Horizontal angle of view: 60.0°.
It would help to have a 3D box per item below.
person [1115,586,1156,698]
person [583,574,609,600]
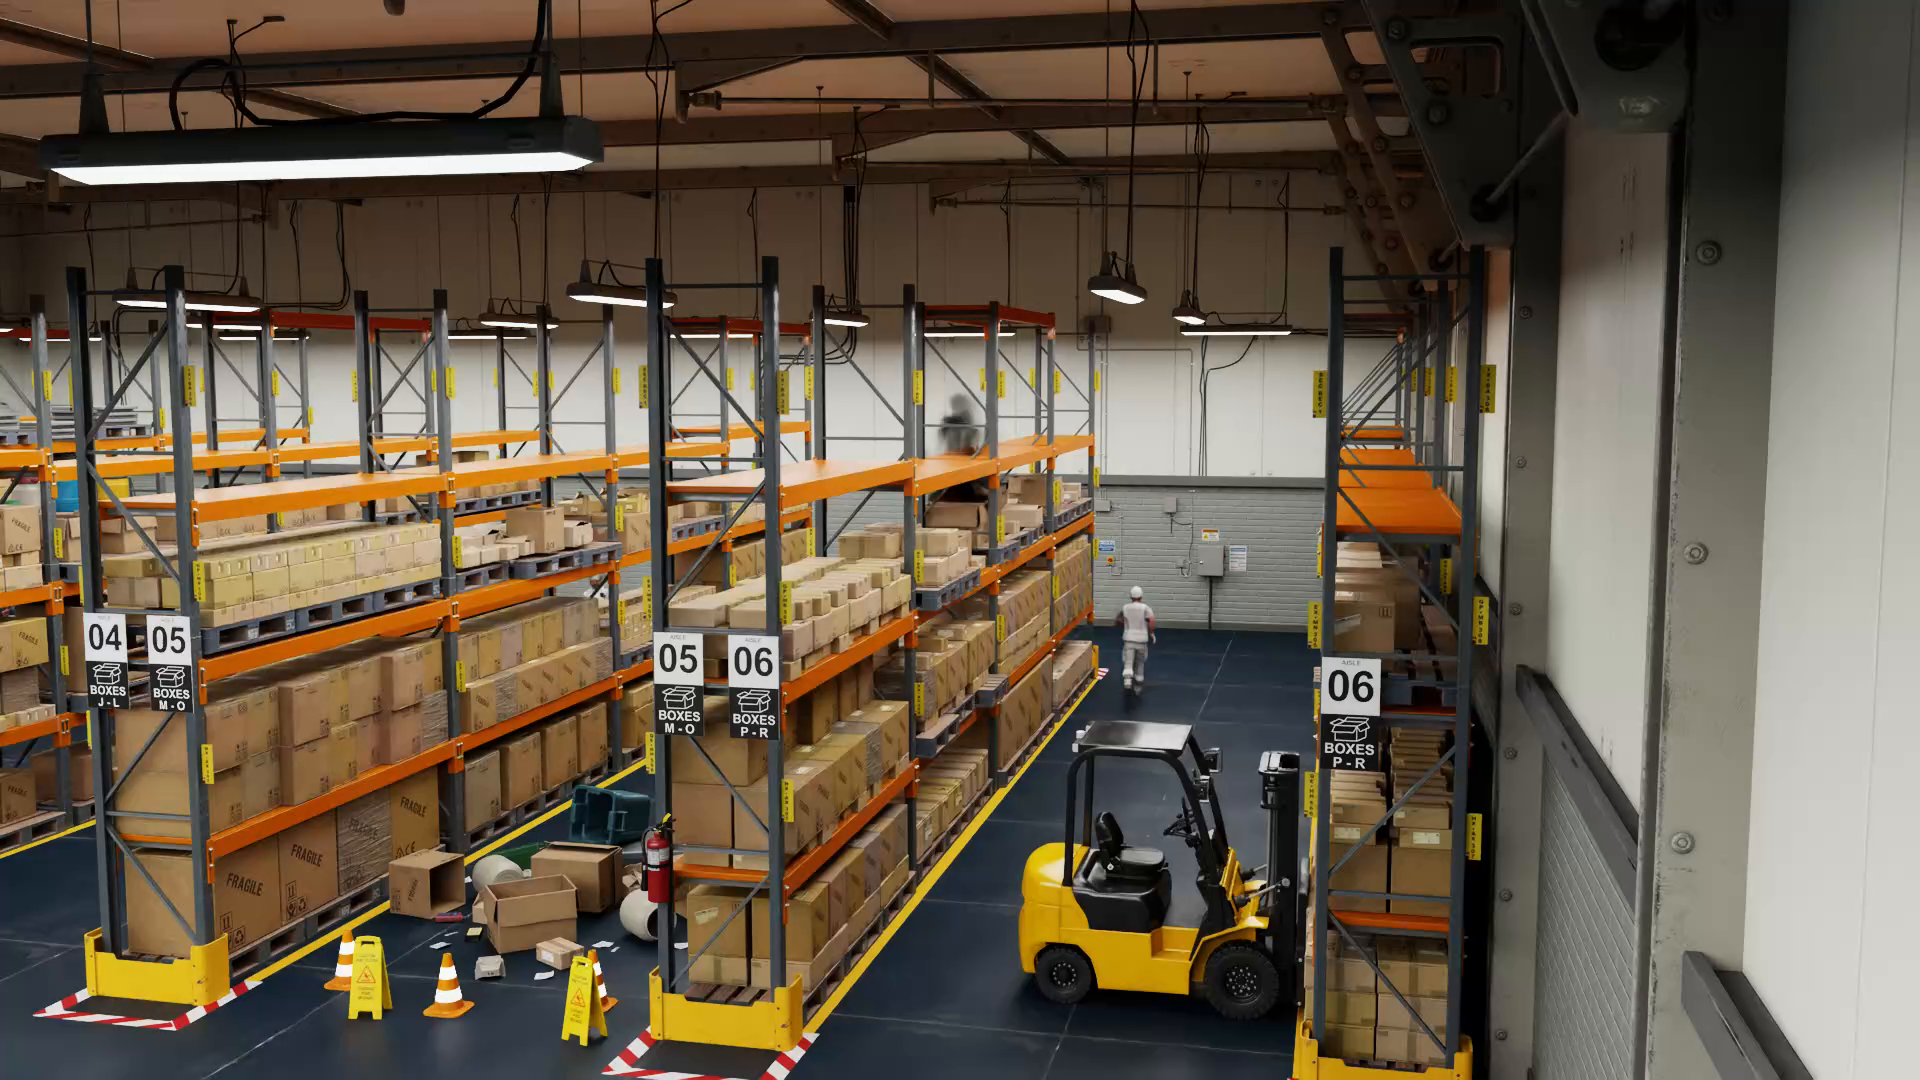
[{"bbox_3d":[2.748,1.605,26.119,0.661,1.769,0.974,1,6,12],"label":"person"},{"bbox_3d":[-6.379,1.395,29.351,0.605,1.652,0.611,-1,6,-10],"label":"person"}]
